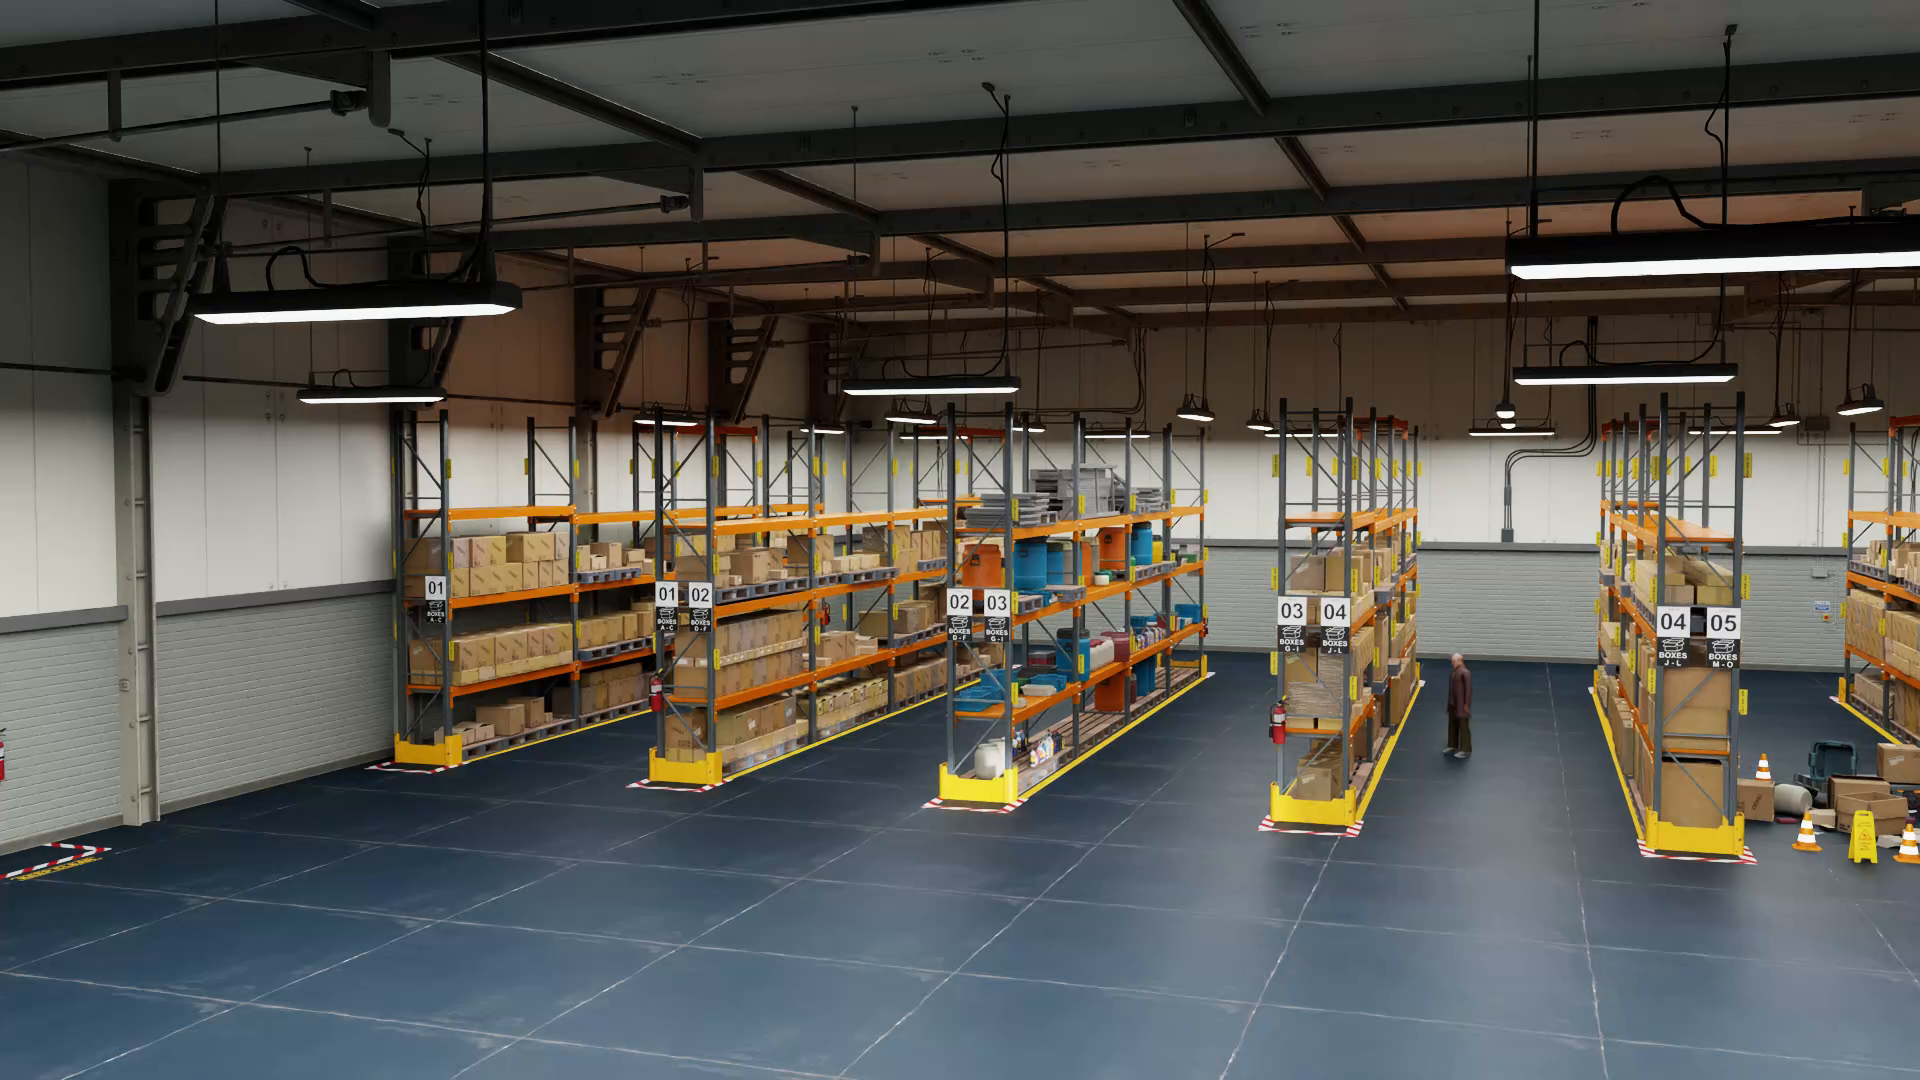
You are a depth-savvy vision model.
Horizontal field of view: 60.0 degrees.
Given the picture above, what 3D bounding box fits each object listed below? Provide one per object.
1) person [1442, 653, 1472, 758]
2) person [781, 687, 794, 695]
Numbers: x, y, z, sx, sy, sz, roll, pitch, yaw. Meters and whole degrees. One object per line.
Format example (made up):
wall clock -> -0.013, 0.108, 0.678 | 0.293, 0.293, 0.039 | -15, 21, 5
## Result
person -> 8.653, 2.865, 28.992 | 0.426, 1.781, 0.631 | -1, 3, -12
person -> -3.748, 2.755, 36.509 | 0.358, 1.526, 0.508 | 1, 3, 30
